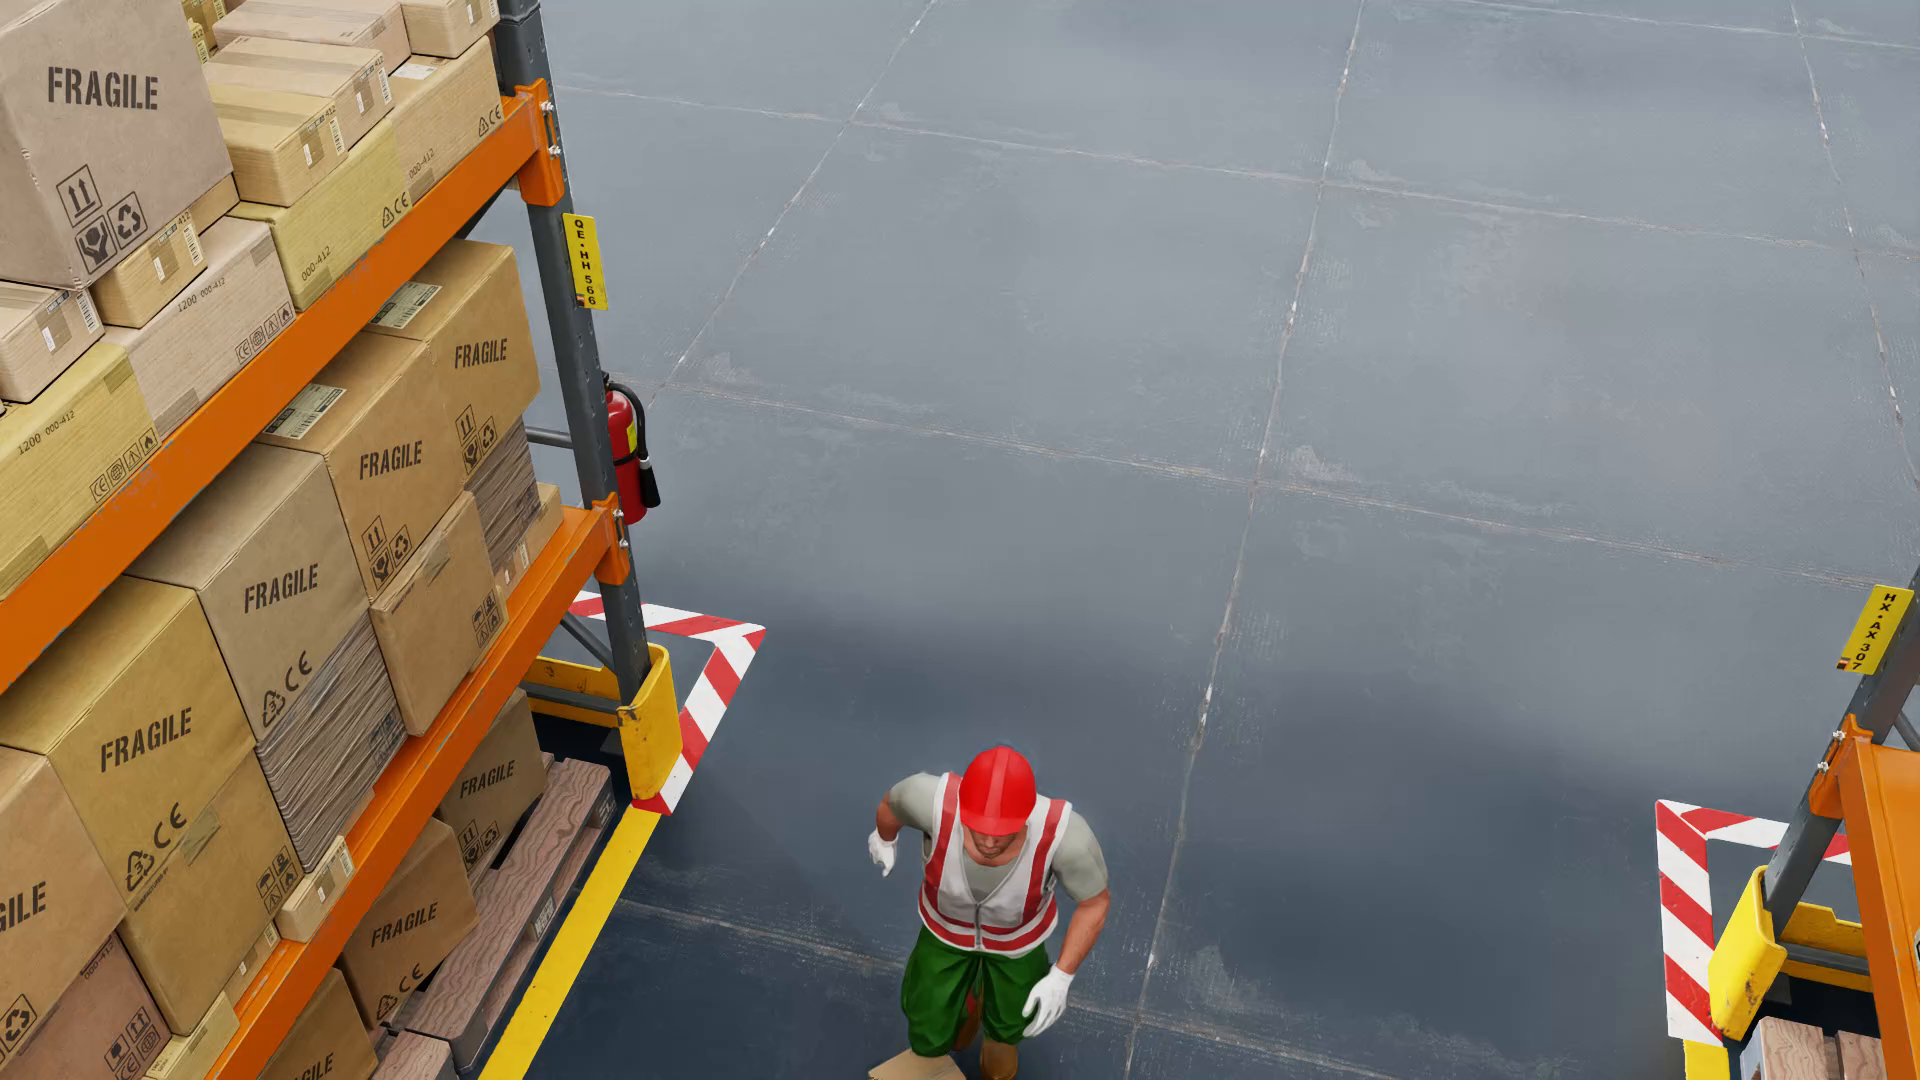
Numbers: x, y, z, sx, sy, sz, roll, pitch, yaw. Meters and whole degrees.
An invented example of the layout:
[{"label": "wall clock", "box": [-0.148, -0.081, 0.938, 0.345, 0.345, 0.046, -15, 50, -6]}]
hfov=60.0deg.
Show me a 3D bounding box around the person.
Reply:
[{"label": "person", "box": [0.057, 1.139, 4.875, 0.746, 1.701, 0.606, 5, 41, 6]}]
